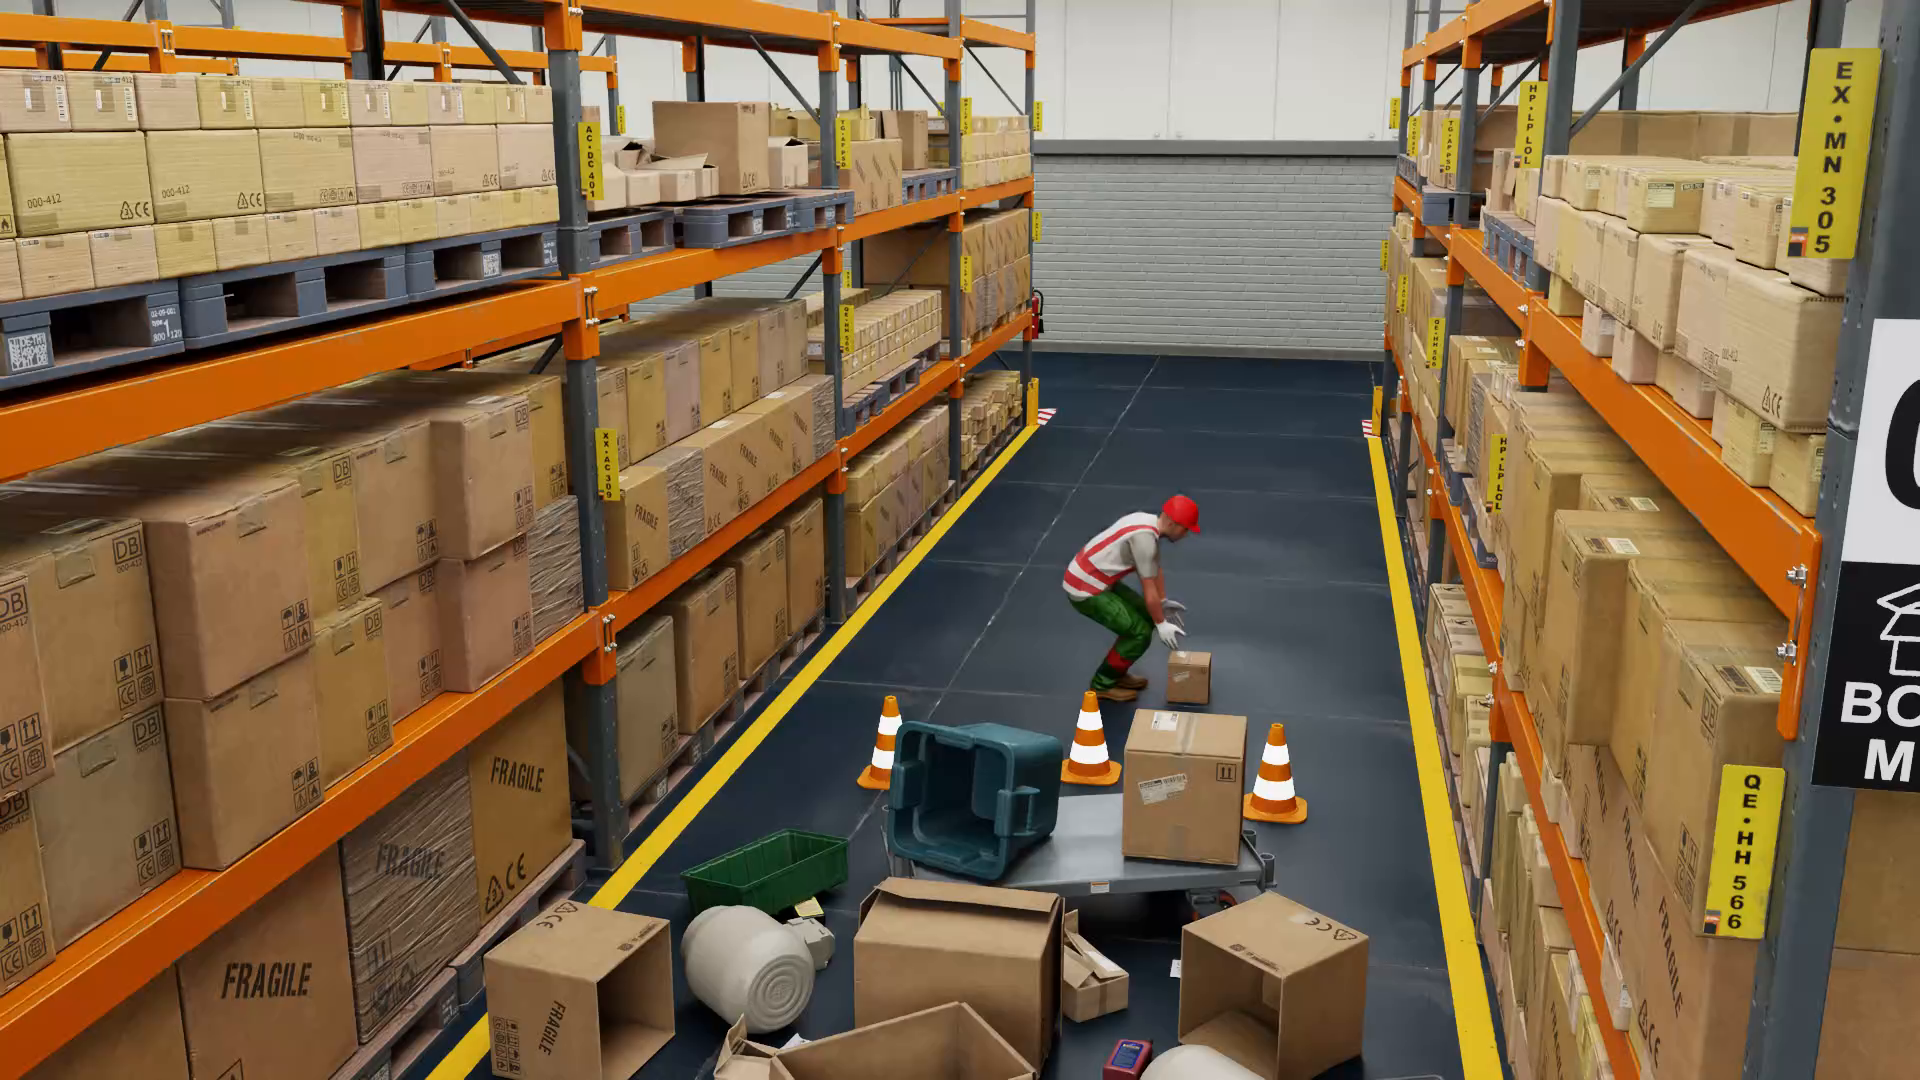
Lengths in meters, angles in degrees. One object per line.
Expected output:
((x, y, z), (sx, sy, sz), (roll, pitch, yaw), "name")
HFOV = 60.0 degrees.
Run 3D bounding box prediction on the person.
((1.050, 0.332, 10.239), (0.829, 1.260, 0.585), (3, 15, 11), "person")
